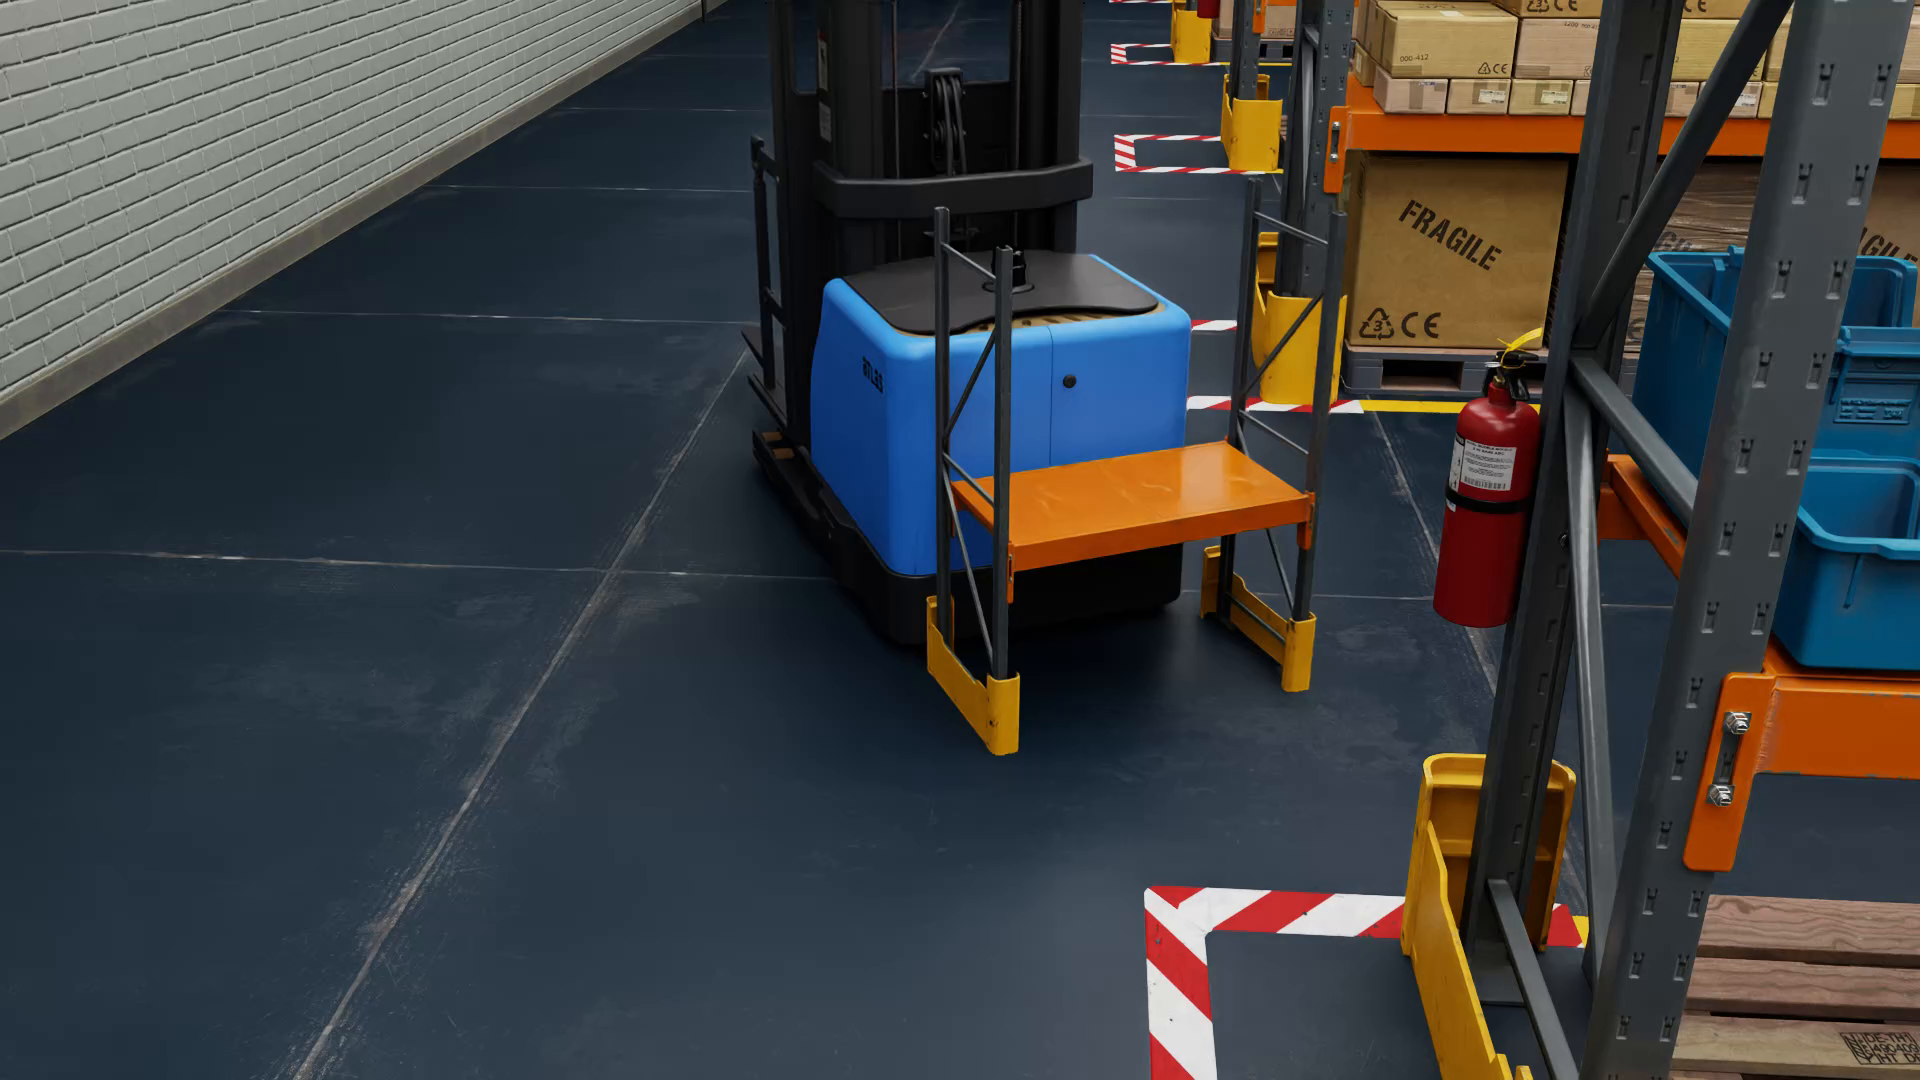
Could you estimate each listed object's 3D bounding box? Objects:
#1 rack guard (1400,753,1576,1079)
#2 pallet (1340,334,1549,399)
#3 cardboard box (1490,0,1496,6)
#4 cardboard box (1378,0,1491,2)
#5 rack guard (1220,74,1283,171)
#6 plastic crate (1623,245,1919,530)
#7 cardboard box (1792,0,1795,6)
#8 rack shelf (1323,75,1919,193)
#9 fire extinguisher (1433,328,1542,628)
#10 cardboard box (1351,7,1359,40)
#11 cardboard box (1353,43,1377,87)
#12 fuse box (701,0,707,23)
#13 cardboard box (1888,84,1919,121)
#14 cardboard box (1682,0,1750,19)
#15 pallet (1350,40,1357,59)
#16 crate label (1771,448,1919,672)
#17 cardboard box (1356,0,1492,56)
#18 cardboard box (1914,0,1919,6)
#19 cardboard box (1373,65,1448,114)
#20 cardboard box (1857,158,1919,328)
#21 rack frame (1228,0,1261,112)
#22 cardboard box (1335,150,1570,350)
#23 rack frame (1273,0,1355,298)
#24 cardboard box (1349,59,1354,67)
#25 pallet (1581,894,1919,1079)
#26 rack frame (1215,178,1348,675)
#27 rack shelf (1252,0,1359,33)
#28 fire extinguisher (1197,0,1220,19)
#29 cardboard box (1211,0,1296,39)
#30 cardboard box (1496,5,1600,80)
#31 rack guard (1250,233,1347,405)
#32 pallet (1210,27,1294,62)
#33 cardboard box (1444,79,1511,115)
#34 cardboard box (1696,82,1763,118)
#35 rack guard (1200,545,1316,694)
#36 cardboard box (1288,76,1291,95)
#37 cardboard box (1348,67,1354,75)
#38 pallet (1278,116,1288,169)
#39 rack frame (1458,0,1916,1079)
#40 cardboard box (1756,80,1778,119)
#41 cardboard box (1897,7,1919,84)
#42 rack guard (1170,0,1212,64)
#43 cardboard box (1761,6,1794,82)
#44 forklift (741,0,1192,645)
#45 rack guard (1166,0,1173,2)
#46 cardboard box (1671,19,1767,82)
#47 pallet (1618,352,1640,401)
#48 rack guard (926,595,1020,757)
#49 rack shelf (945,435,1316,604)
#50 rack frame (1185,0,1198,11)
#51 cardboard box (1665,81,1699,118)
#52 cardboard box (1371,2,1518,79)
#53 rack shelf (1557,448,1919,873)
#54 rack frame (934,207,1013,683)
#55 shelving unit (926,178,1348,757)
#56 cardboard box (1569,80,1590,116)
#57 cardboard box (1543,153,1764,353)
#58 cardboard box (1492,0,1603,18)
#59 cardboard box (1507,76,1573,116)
[{"bbox_3d":[1.218,0.982,3.518,0.348,0.500,1.175,2,25,4],"label":"rack guard"},{"bbox_3d":[2.426,-0.963,8.090,1.213,0.211,1.003,2,25,4],"label":"pallet"},{"bbox_3d":[2.632,-2.368,7.632,0.500,0.250,0.500,1,25,3],"label":"cardboard box"},{"bbox_3d":[2.128,-2.724,7.509,0.500,0.500,0.500,2,25,5],"label":"cardboard box"},{"bbox_3d":[2.179,-3.149,12.495,0.348,0.500,1.175,2,25,4],"label":"rack guard"},{"bbox_3d":[1.592,-0.269,3.132,0.499,0.435,0.616,2,25,4],"label":"plastic crate"},{"bbox_3d":[3.659,-2.337,7.564,0.500,0.250,0.500,2,25,4],"label":"cardboard box"},{"bbox_3d":[3.617,-1.832,7.503,4.000,0.370,1.077,2,25,4],"label":"rack shelf"},{"bbox_3d":[1.128,-0.148,3.522,0.183,0.674,0.296,2,25,4],"label":"fire extinguisher"},{"bbox_3d":[3.960,-5.375,16.905,0.875,0.438,0.875,2,25,5],"label":"cardboard box"},{"bbox_3d":[2.003,-2.234,7.818,0.250,0.149,0.380,2,25,5],"label":"cardboard box"},{"bbox_3d":[-2.937,-6.809,19.001,0.414,1.711,0.539,2,25,4],"label":"fuse box"},{"bbox_3d":[4.000,-1.895,7.080,0.250,0.149,0.380,1,25,3],"label":"cardboard box"},{"bbox_3d":[3.096,-2.472,6.961,0.500,0.500,0.500,1,25,3],"label":"cardboard box"},{"bbox_3d":[4.398,-5.053,16.979,1.213,0.211,1.003,2,25,4],"label":"pallet"},{"bbox_3d":[1.464,0.036,2.713,0.303,0.233,0.416,2,25,4],"label":"crate label"},{"bbox_3d":[2.126,-2.385,7.668,0.500,0.250,0.500,1,25,3],"label":"cardboard box"},{"bbox_3d":[4.143,-2.658,7.364,0.500,0.500,0.500,1,25,2],"label":"cardboard box"},{"bbox_3d":[1.951,-1.960,7.221,0.250,0.149,0.380,2,25,5],"label":"cardboard box"},{"bbox_3d":[4.061,-1.404,7.751,0.875,0.875,0.875,2,25,4],"label":"cardboard box"},{"bbox_3d":[2.103,-4.287,11.978,0.127,3.000,1.000,2,25,4],"label":"rack frame"},{"bbox_3d":[2.267,-1.461,7.876,0.875,0.875,0.875,2,25,4],"label":"cardboard box"},{"bbox_3d":[1.623,-2.223,7.492,0.127,3.000,1.000,2,25,4],"label":"rack frame"},{"bbox_3d":[2.896,-3.509,12.485,0.250,0.149,0.380,2,25,5],"label":"cardboard box"},{"bbox_3d":[2.063,1.151,3.496,1.213,0.211,1.003,2,25,4],"label":"pallet"},{"bbox_3d":[0.977,-0.321,5.154,0.032,1.500,0.500,-9,26,-20],"label":"rack frame"},{"bbox_3d":[4.097,-3.896,11.989,4.000,0.370,1.077,2,25,4],"label":"rack shelf"},{"bbox_3d":[1.887,-4.283,12.507,0.183,0.674,0.296,2,25,4],"label":"fire extinguisher"},{"bbox_3d":[3.047,-5.400,16.961,0.875,0.438,0.875,1,25,2],"label":"cardboard box"},{"bbox_3d":[2.599,-2.148,7.153,0.500,0.250,0.500,2,25,3],"label":"cardboard box"},{"bbox_3d":[1.599,-1.088,8.016,0.348,0.500,1.175,2,25,4],"label":"rack guard"},{"bbox_3d":[3.184,-5.093,17.066,1.213,0.211,1.003,2,25,4],"label":"pallet"},{"bbox_3d":[2.207,-1.952,7.204,0.250,0.149,0.380,1,25,3],"label":"cardboard box"},{"bbox_3d":[3.233,-1.920,7.134,0.250,0.149,0.380,2,25,3],"label":"cardboard box"},{"bbox_3d":[0.959,0.250,5.409,0.087,0.250,0.587,-9,26,-20],"label":"rack guard"},{"bbox_3d":[2.651,-3.420,12.645,0.250,0.149,0.380,1,25,3],"label":"cardboard box"},{"bbox_3d":[2.883,-3.336,12.107,0.250,0.149,0.380,2,25,5],"label":"cardboard box"},{"bbox_3d":[2.986,-2.977,12.467,1.213,0.211,1.003,2,25,4],"label":"pallet"},{"bbox_3d":[1.243,-0.158,3.006,0.127,3.000,1.000,2,25,4],"label":"rack frame"},{"bbox_3d":[3.485,-1.911,7.115,0.250,0.149,0.380,1,25,3],"label":"cardboard box"},{"bbox_3d":[4.125,-2.098,7.045,0.500,0.250,0.500,2,25,5],"label":"cardboard box"},{"bbox_3d":[2.357,-5.218,16.992,0.348,0.500,1.175,2,25,4],"label":"rack guard"},{"bbox_3d":[3.621,-2.116,7.083,0.500,0.250,0.500,1,25,3],"label":"cardboard box"},{"bbox_3d":[-0.215,-1.587,6.192,1.130,2.935,3.031,-8,26,-18],"label":"forklift"},{"bbox_3d":[2.833,-7.284,21.482,0.348,0.500,1.175,2,25,4],"label":"rack guard"},{"bbox_3d":[3.100,-2.130,7.115,0.500,0.250,0.500,1,25,2],"label":"cardboard box"},{"bbox_3d":[3.639,-0.923,8.003,1.213,0.211,1.003,2,25,4],"label":"pallet"},{"bbox_3d":[0.033,0.403,5.076,0.087,0.250,0.587,-9,26,-20],"label":"rack guard"},{"bbox_3d":[0.505,-0.080,5.059,1.000,0.185,0.538,-9,26,-20],"label":"rack shelf"},{"bbox_3d":[2.381,-6.353,16.468,0.127,3.000,1.000,2,25,4],"label":"rack frame"},{"bbox_3d":[2.976,-1.928,7.151,0.250,0.149,0.380,1,25,3],"label":"cardboard box"},{"bbox_3d":[2.080,-2.162,7.183,0.500,0.250,0.500,1,25,3],"label":"cardboard box"},{"bbox_3d":[3.237,0.232,3.017,4.000,0.370,1.077,2,25,4],"label":"rack shelf"},{"bbox_3d":[0.032,-0.165,4.814,0.032,1.500,0.500,-9,26,-20],"label":"rack frame"},{"bbox_3d":[0.496,-0.242,4.981,1.083,1.500,0.587,-9,26,-20],"label":"shelving unit"},{"bbox_3d":[2.723,-1.936,7.170,0.250,0.149,0.380,1,25,3],"label":"cardboard box"},{"bbox_3d":[3.174,-1.432,7.813,0.875,0.875,0.875,2,25,4],"label":"cardboard box"},{"bbox_3d":[2.579,-2.486,6.992,0.500,0.500,0.500,1,25,3],"label":"cardboard box"},{"bbox_3d":[2.462,-1.944,7.187,0.250,0.149,0.380,1,25,3],"label":"cardboard box"}]
